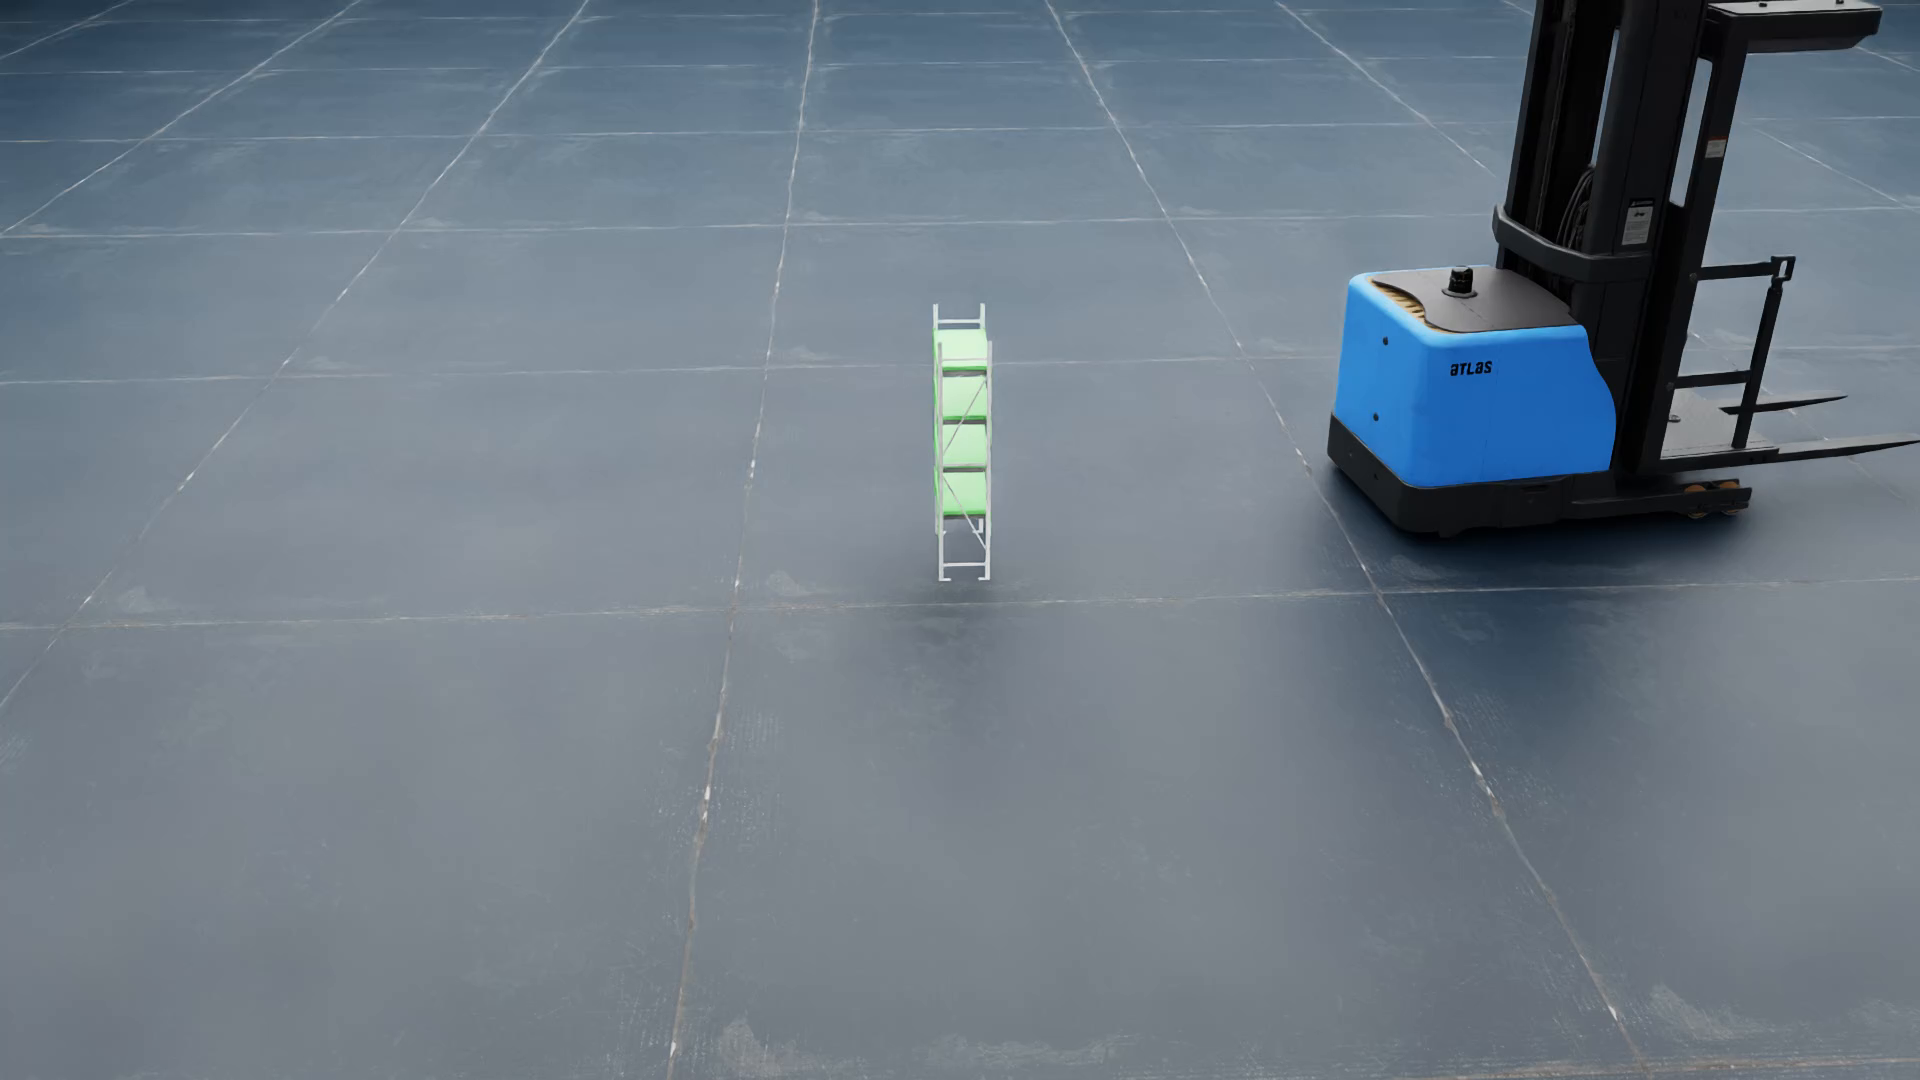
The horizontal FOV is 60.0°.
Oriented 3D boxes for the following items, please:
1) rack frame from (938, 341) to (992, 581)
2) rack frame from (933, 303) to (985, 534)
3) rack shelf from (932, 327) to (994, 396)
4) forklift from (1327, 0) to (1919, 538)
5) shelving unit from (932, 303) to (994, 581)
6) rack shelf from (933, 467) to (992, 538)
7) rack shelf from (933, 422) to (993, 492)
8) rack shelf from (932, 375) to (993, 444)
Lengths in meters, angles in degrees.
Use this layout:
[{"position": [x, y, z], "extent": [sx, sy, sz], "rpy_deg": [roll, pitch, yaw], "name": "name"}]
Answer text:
[{"position": [0.021, -0.343, 7.610], "extent": [0.240, 1.200, 0.015], "rpy_deg": [-1, 28, -3], "name": "rack frame"}, {"position": [-0.004, -0.568, 8.042], "extent": [0.240, 1.200, 0.015], "rpy_deg": [-1, 28, -3], "name": "rack frame"}, {"position": [0.009, -0.824, 7.634], "extent": [0.258, 0.148, 0.480], "rpy_deg": [-1, 28, -3], "name": "rack shelf"}, {"position": [3.554, -1.643, 8.231], "extent": [3.031, 2.935, 1.130], "rpy_deg": [-6, 28, -10], "name": "forklift"}, {"position": [0.009, -0.456, 7.826], "extent": [0.258, 1.200, 0.503], "rpy_deg": [-1, 28, -3], "name": "shelving unit"}, {"position": [0.009, -0.186, 7.966], "extent": [0.258, 0.148, 0.480], "rpy_deg": [-1, 28, -3], "name": "rack shelf"}, {"position": [0.009, -0.399, 7.856], "extent": [0.258, 0.148, 0.480], "rpy_deg": [-1, 28, -3], "name": "rack shelf"}, {"position": [0.009, -0.612, 7.745], "extent": [0.258, 0.148, 0.480], "rpy_deg": [-1, 28, -3], "name": "rack shelf"}]
